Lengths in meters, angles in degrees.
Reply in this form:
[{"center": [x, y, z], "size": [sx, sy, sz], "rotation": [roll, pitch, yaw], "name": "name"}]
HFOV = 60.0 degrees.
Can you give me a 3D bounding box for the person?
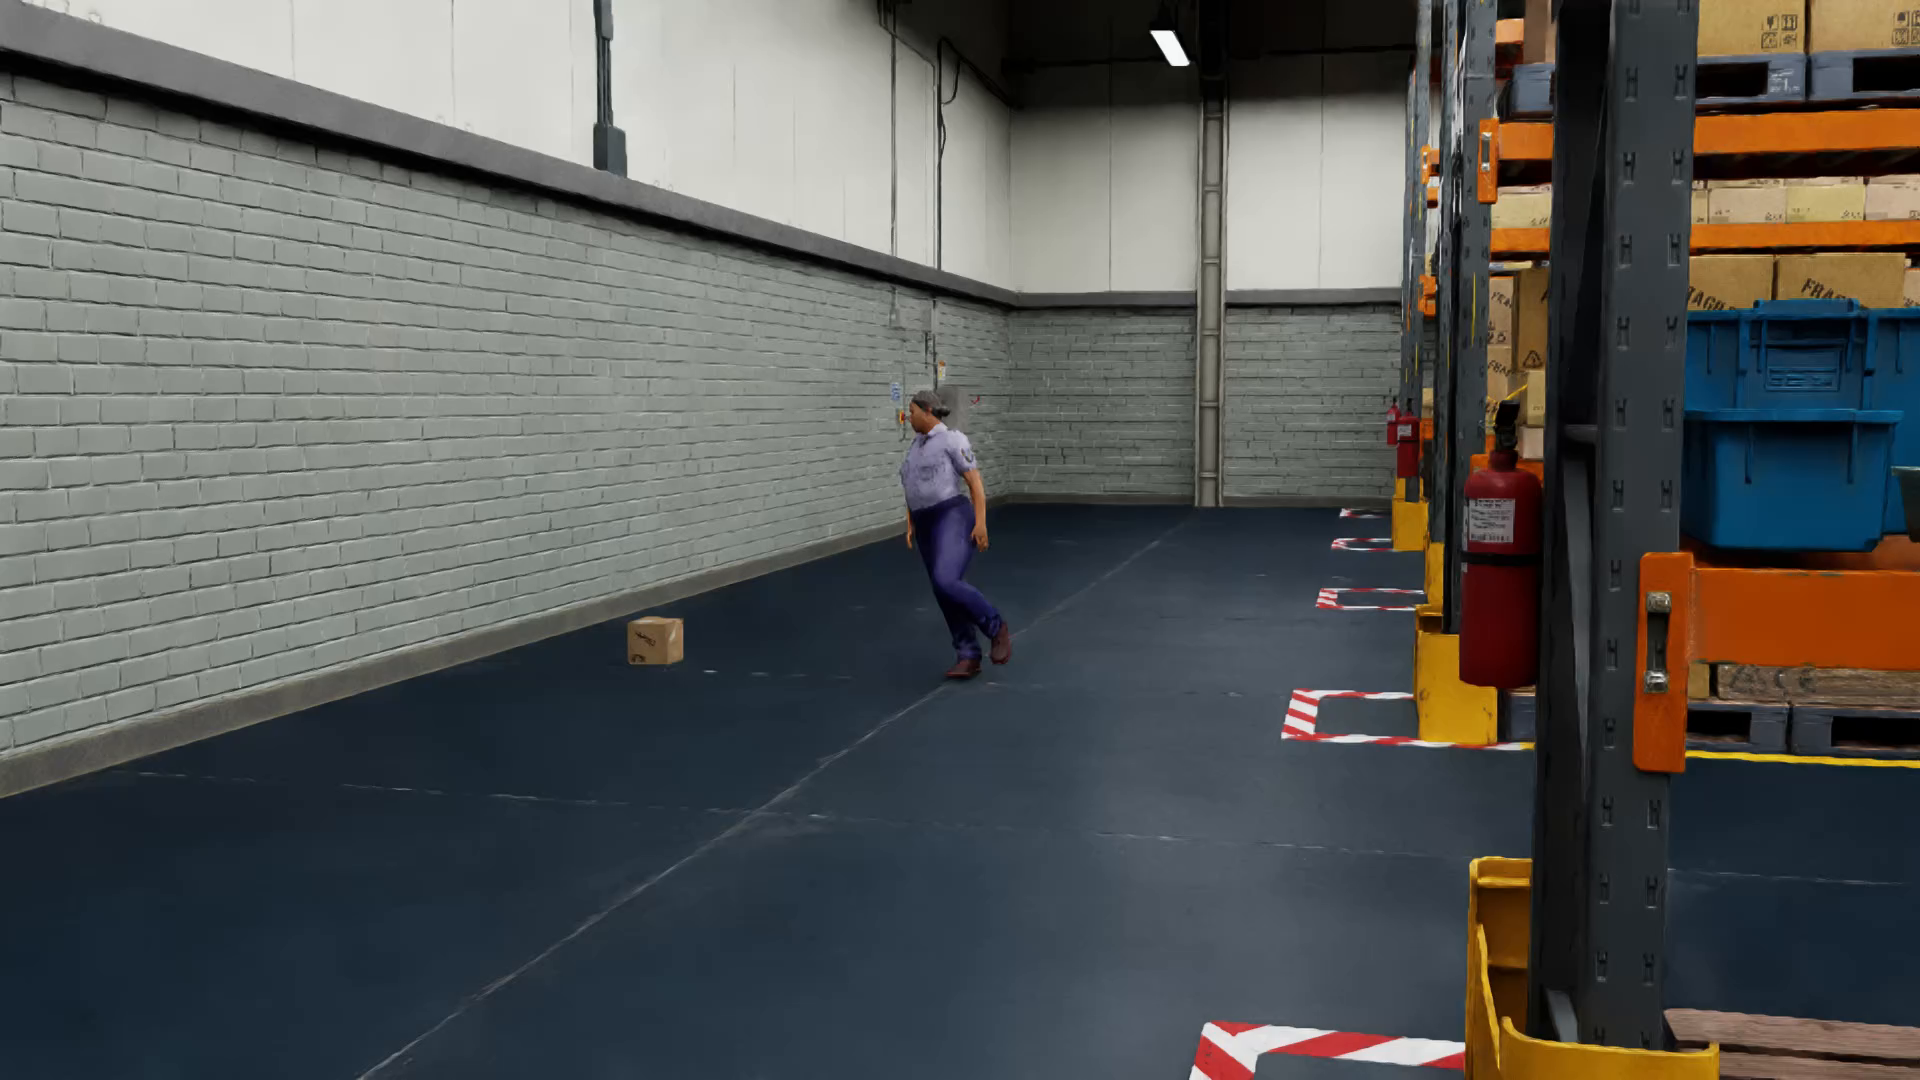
[{"center": [-0.063, -0.043, 9.394], "size": [0.490, 1.606, 0.698], "rotation": [-5, 7, -42], "name": "person"}]
